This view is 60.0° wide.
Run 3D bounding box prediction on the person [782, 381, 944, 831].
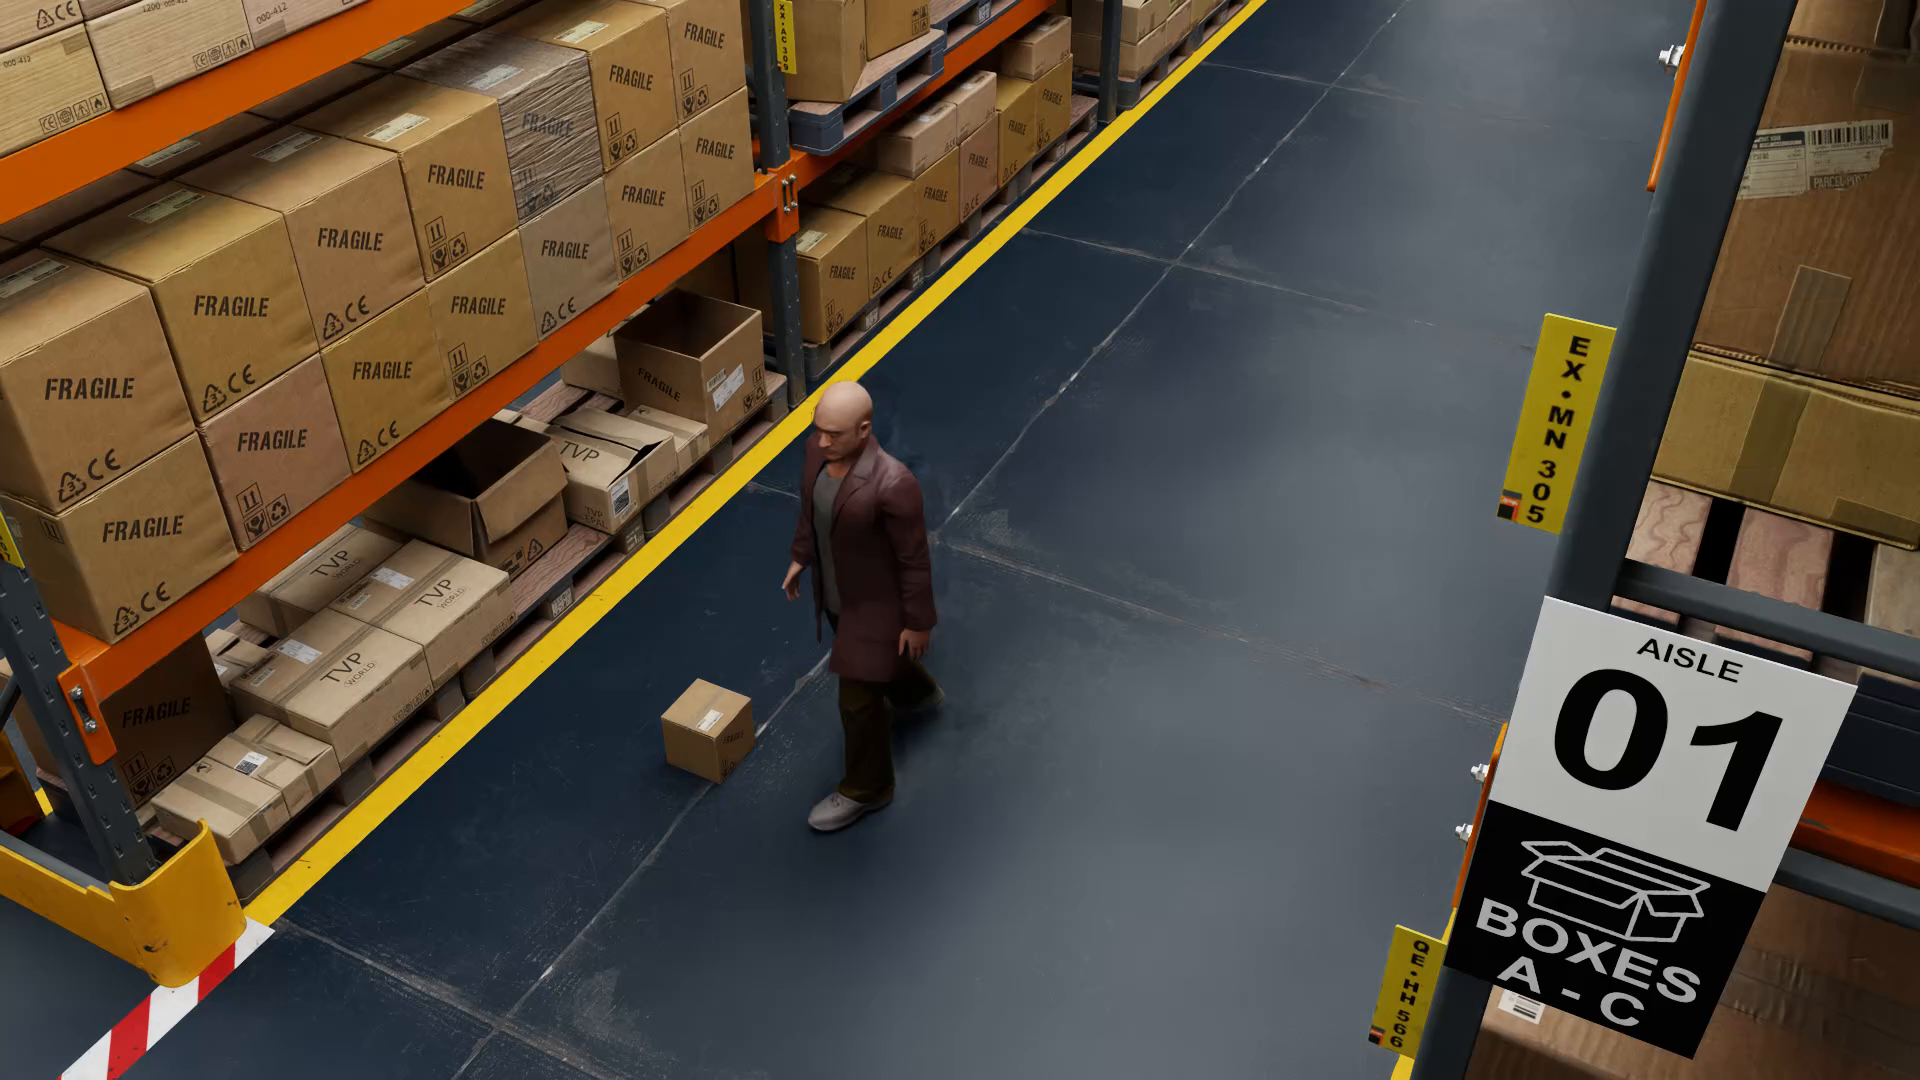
[{"bbox_3d":[-0.338,0.176,5.944,0.814,1.767,0.670,-27,45,-31],"label":"person"}]
